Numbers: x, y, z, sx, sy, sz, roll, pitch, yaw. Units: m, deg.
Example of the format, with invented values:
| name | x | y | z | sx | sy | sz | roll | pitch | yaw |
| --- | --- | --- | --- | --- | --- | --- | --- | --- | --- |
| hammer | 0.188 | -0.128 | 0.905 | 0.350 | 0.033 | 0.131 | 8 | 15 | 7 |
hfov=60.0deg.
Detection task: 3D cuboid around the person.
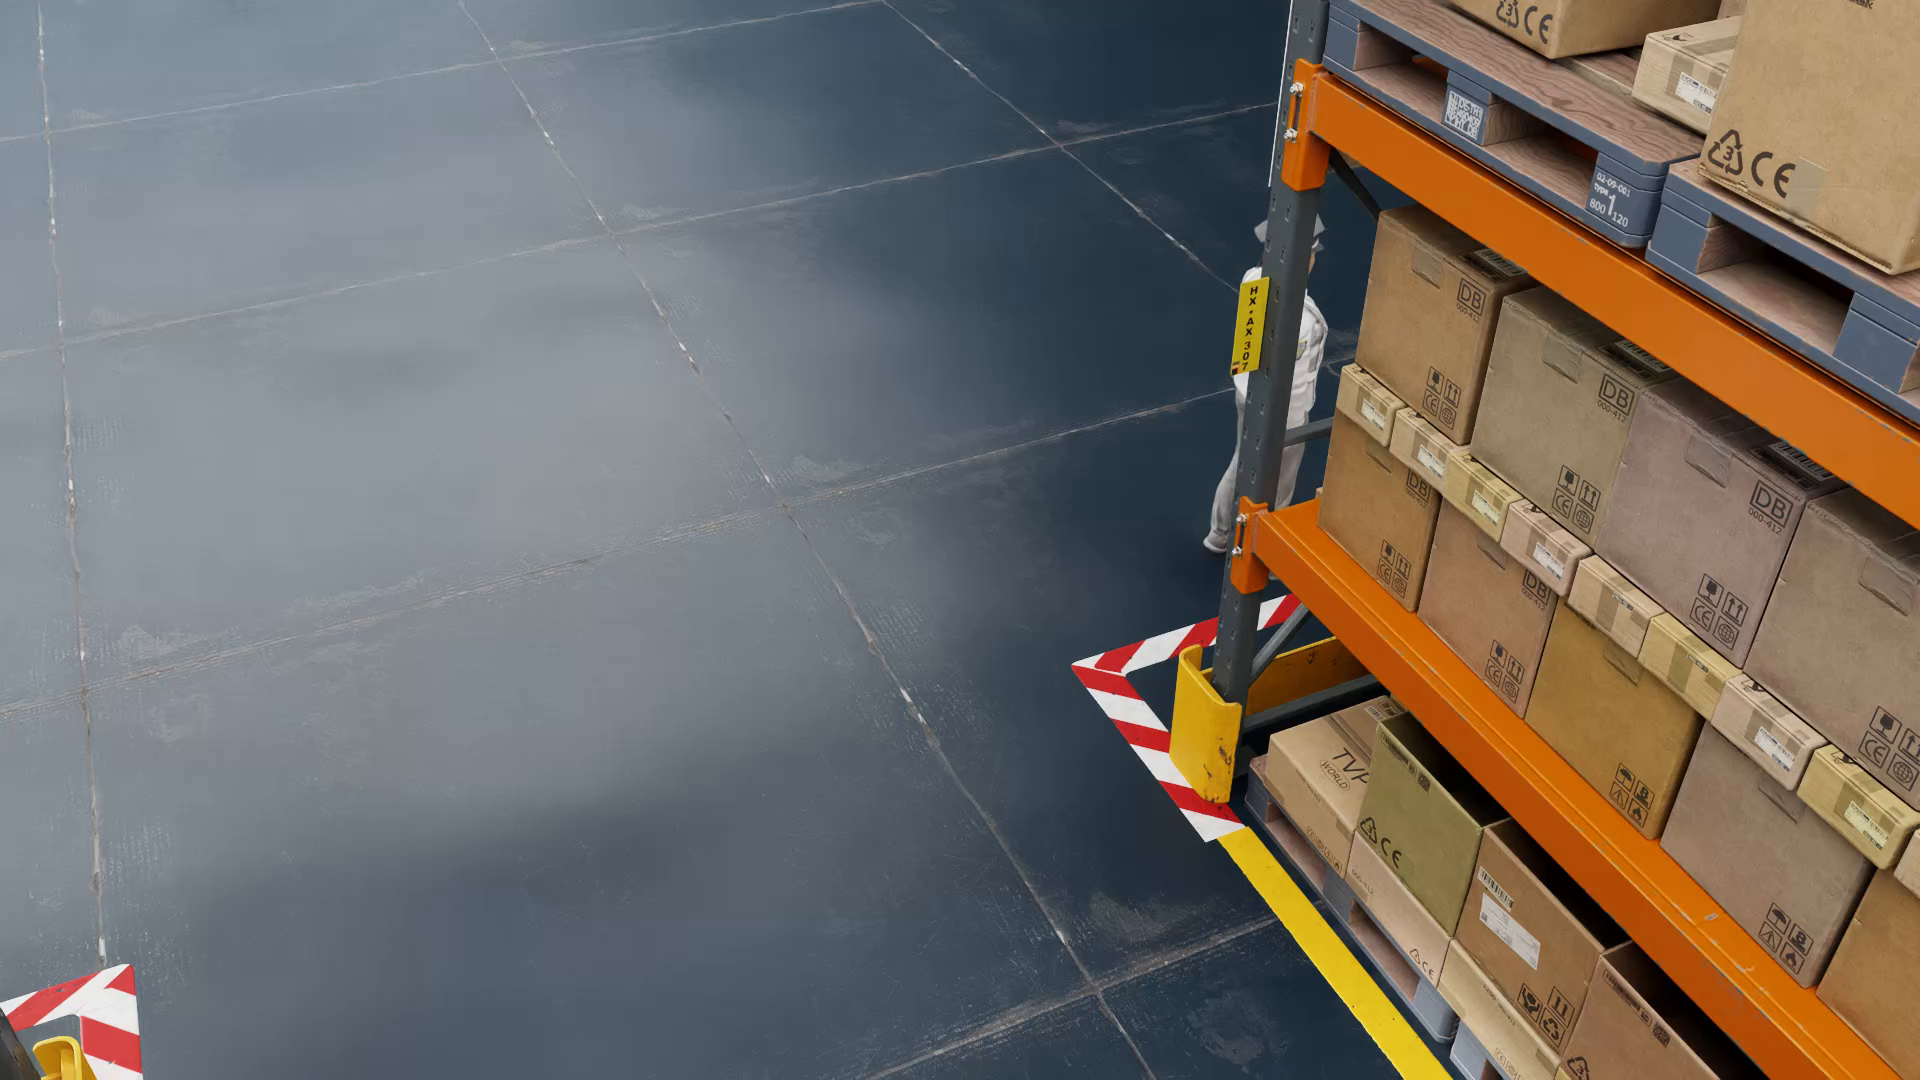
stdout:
| name | x | y | z | sx | sy | sz | roll | pitch | yaw |
| --- | --- | --- | --- | --- | --- | --- | --- | --- | --- |
| person | 1.298 | -0.554 | 6.904 | 0.367 | 1.733 | 0.475 | -10 | 39 | -13 |
